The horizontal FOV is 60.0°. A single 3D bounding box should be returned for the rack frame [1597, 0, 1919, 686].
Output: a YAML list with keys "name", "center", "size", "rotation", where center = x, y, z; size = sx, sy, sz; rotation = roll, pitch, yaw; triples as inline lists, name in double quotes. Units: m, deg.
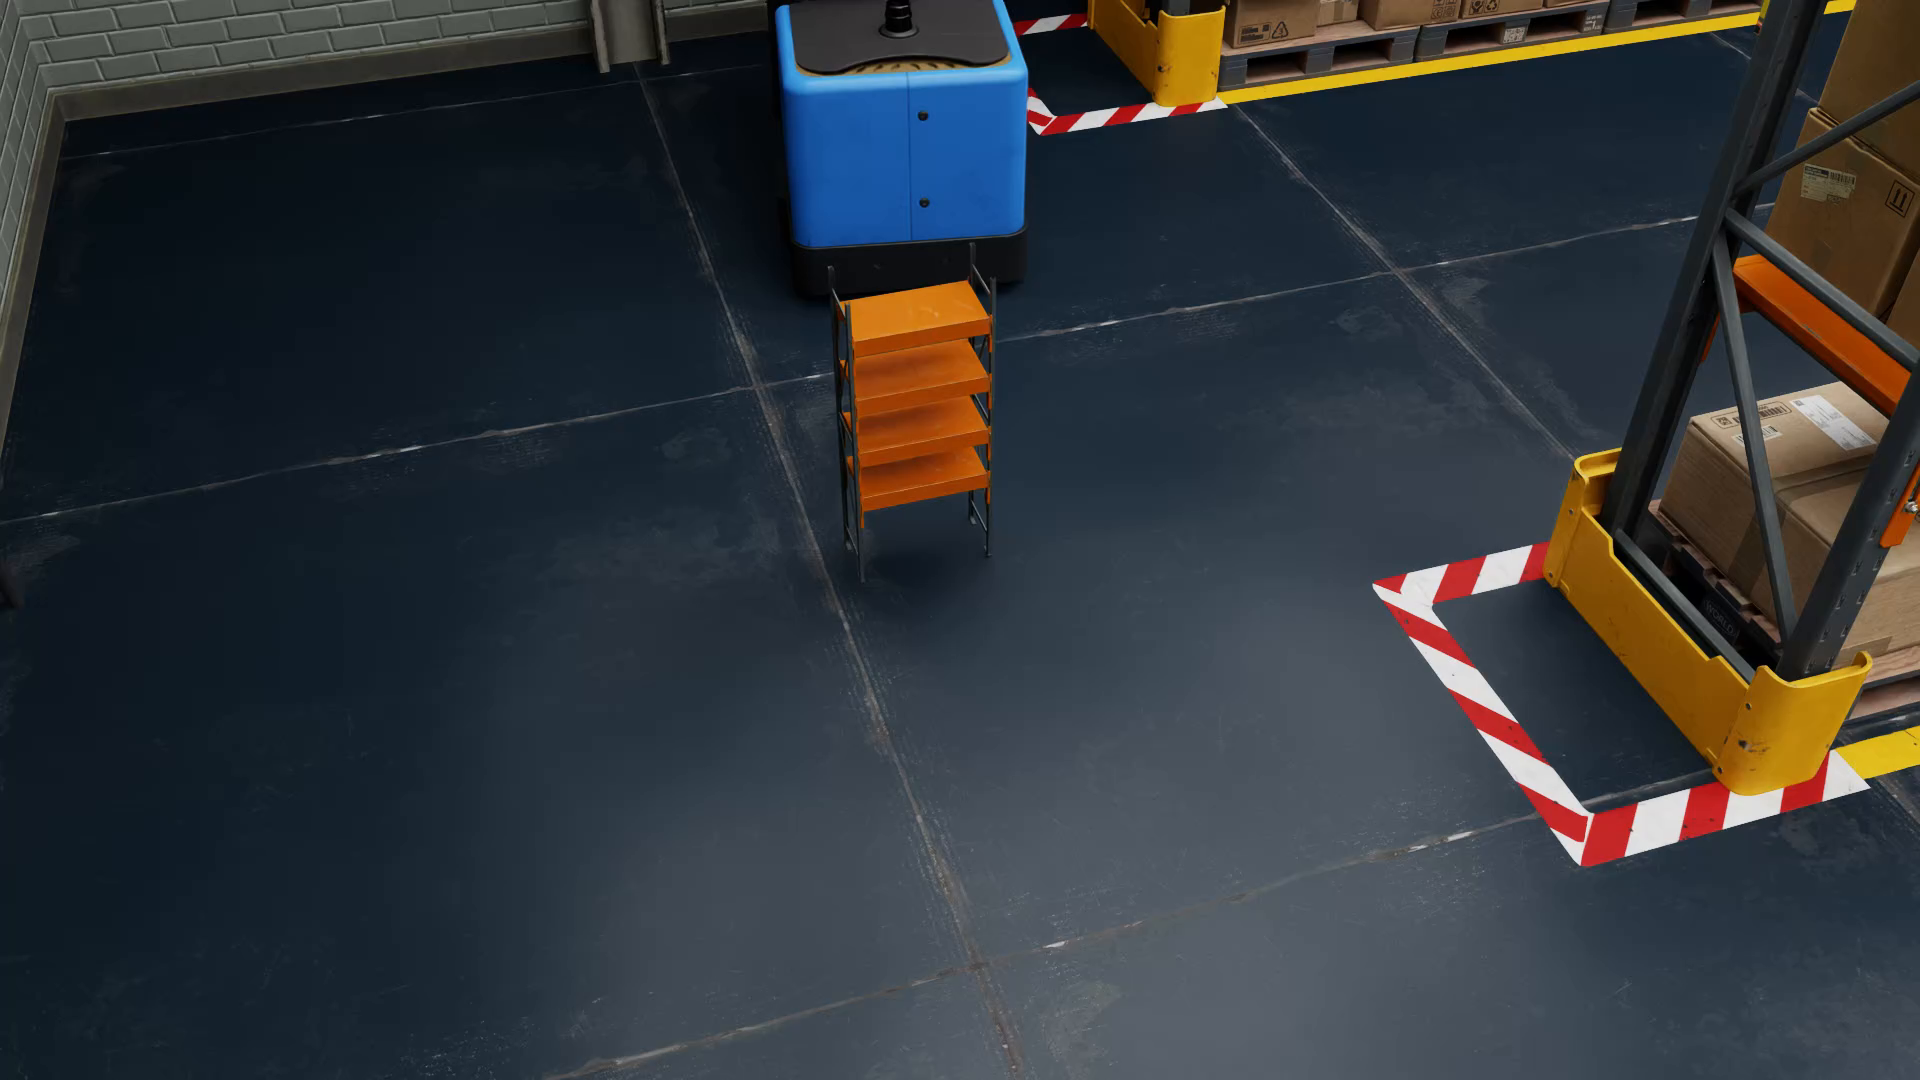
- name: "rack frame"
  center: [2.484, -0.706, 4.778]
  size: [0.127, 3.000, 1.000]
  rotation: [-12, 42, -13]

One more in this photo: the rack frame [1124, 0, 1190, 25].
- name: "rack frame"
  center: [0.989, -3.820, 8.342]
  size: [0.127, 3.000, 1.000]
  rotation: [-12, 42, -13]

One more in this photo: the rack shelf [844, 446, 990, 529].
- name: "rack shelf"
  center: [-0.158, -0.219, 5.993]
  size: [0.480, 0.148, 0.258]
  rotation: [-12, 42, -13]

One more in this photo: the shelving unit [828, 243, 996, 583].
- name: "shelving unit"
  center: [-0.158, -0.419, 5.818]
  size: [0.503, 1.200, 0.258]
  rotation: [-12, 42, -13]

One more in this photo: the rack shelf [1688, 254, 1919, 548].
- name: "rack shelf"
  center: [4.392, -0.830, 5.467]
  size: [4.000, 0.370, 1.077]
  rotation: [-12, 42, -13]

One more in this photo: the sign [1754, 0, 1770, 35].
- name: "sign"
  center: [2.334, -1.574, 4.712]
  size: [0.005, 0.325, 0.100]
  rotation: [-12, 42, -13]

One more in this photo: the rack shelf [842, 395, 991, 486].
- name: "rack shelf"
  center: [-0.158, -0.368, 5.862]
  size: [0.480, 0.148, 0.258]
  rotation: [-12, 42, -13]

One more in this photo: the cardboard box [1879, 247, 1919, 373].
- name: "cardboard box"
  center: [3.028, -0.658, 4.647]
  size: [0.500, 0.500, 0.500]
  rotation: [-12, 43, -13]

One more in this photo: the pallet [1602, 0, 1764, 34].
- name: "pallet"
  center: [4.149, -3.425, 10.010]
  size: [1.213, 0.211, 1.003]
  rotation: [-12, 42, -13]

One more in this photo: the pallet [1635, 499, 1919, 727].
- name: "pallet"
  center: [3.223, 0.137, 5.932]
  size: [1.213, 0.211, 1.003]
  rotation: [-12, 42, -13]

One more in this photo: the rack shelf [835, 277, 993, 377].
- name: "rack shelf"
  center: [-0.158, -0.715, 5.559]
  size: [0.480, 0.148, 0.258]
  rotation: [-12, 42, -13]

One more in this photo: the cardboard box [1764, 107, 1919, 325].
- name: "cardboard box"
  center: [2.864, -1.005, 5.044]
  size: [0.500, 0.500, 0.500]
  rotation: [-11, 42, -13]

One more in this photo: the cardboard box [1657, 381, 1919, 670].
- name: "cardboard box"
  center: [3.083, -0.092, 5.704]
  size: [0.875, 0.438, 0.875]
  rotation: [-13, 43, -15]

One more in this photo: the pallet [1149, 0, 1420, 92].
- name: "pallet"
  center: [1.822, -2.943, 9.458]
  size: [1.213, 0.211, 1.003]
  rotation: [-12, 42, -13]

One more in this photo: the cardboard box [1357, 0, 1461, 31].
- name: "cardboard box"
  center: [2.428, -3.243, 9.262]
  size: [0.500, 0.500, 0.700]
  rotation: [-10, 42, -11]

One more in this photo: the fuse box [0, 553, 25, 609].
- name: "fuse box"
  center: [-3.379, -0.438, 5.451]
  size: [0.414, 1.711, 0.539]
  rotation: [-12, 42, -13]

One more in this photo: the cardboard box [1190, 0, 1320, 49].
- name: "cardboard box"
  center: [1.601, -3.099, 9.096]
  size: [0.637, 0.503, 0.797]
  rotation: [-13, 43, -15]

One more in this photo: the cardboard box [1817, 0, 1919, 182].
- name: "cardboard box"
  center: [2.872, -1.365, 4.696]
  size: [0.500, 0.500, 0.500]
  rotation: [-10, 42, -12]

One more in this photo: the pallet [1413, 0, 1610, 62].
- name: "pallet"
  center: [2.984, -3.182, 9.731]
  size: [1.213, 0.211, 1.003]
  rotation: [-12, 42, -13]

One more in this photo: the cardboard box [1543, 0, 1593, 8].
- name: "cardboard box"
  center: [3.418, -3.448, 9.497]
  size: [0.500, 0.500, 0.700]
  rotation: [-13, 43, -15]

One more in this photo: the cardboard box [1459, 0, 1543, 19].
- name: "cardboard box"
  center: [2.963, -3.284, 9.310]
  size: [0.500, 0.500, 0.500]
  rotation: [-11, 42, -12]

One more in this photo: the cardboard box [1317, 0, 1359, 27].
- name: "cardboard box"
  center: [2.018, -3.025, 9.281]
  size: [0.250, 0.149, 0.380]
  rotation: [-13, 43, -15]

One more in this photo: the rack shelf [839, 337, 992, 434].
- name: "rack shelf"
  center: [-0.158, -0.537, 5.715]
  size: [0.480, 0.148, 0.258]
  rotation: [-12, 42, -13]

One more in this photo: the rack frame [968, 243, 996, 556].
- name: "rack frame"
  center: [0.075, -0.467, 5.873]
  size: [0.015, 1.200, 0.240]
  rotation: [-12, 42, -13]

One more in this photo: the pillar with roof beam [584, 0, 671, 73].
- name: "pillar with roof beam"
  center: [-0.560, -3.410, 3.314]
  size: [0.400, 9.000, 9.100]
  rotation: [-12, 42, -13]

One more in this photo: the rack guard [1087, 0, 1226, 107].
- name: "rack guard"
  center: [1.062, -2.894, 9.182]
  size: [0.348, 0.500, 1.175]
  rotation: [-12, 42, -13]

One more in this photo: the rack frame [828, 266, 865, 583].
- name: "rack frame"
  center: [-0.391, -0.371, 5.763]
  size: [0.015, 1.200, 0.240]
  rotation: [-12, 42, -13]

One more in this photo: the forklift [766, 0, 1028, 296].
- name: "forklift"
  center: [-0.401, -3.158, 7.636]
  size: [1.130, 2.935, 3.031]
  rotation: [-5, 41, -6]

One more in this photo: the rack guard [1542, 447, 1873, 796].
- name: "rack guard"
  center: [2.461, 0.240, 5.595]
  size: [0.348, 0.500, 1.175]
  rotation: [-12, 42, -13]
